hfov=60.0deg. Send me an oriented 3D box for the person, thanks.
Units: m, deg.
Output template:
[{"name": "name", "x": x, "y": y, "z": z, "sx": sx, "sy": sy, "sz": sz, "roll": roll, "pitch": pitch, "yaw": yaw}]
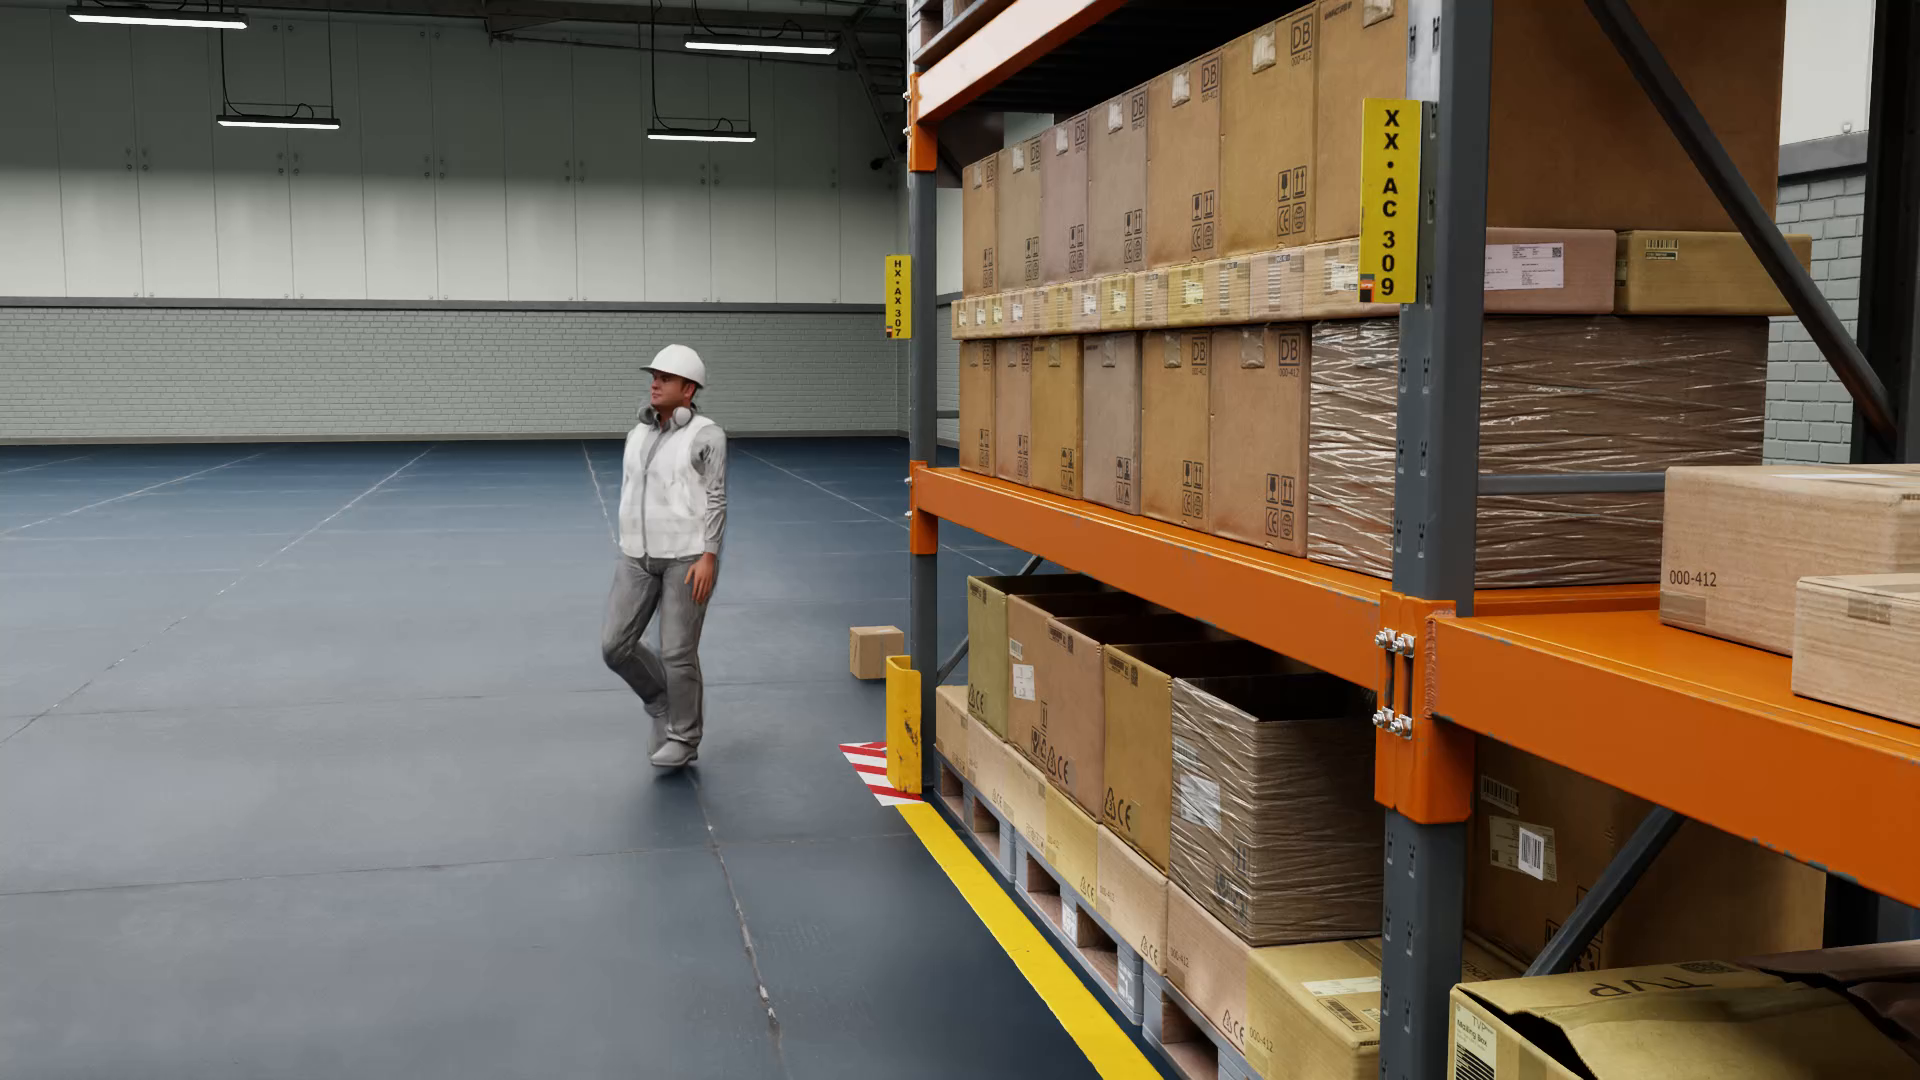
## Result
[{"name": "person", "x": -1.229, "y": 0.073, "z": 6.979, "sx": 0.536, "sy": 1.776, "sz": 0.469, "roll": 3, "pitch": 7, "yaw": 25}]
